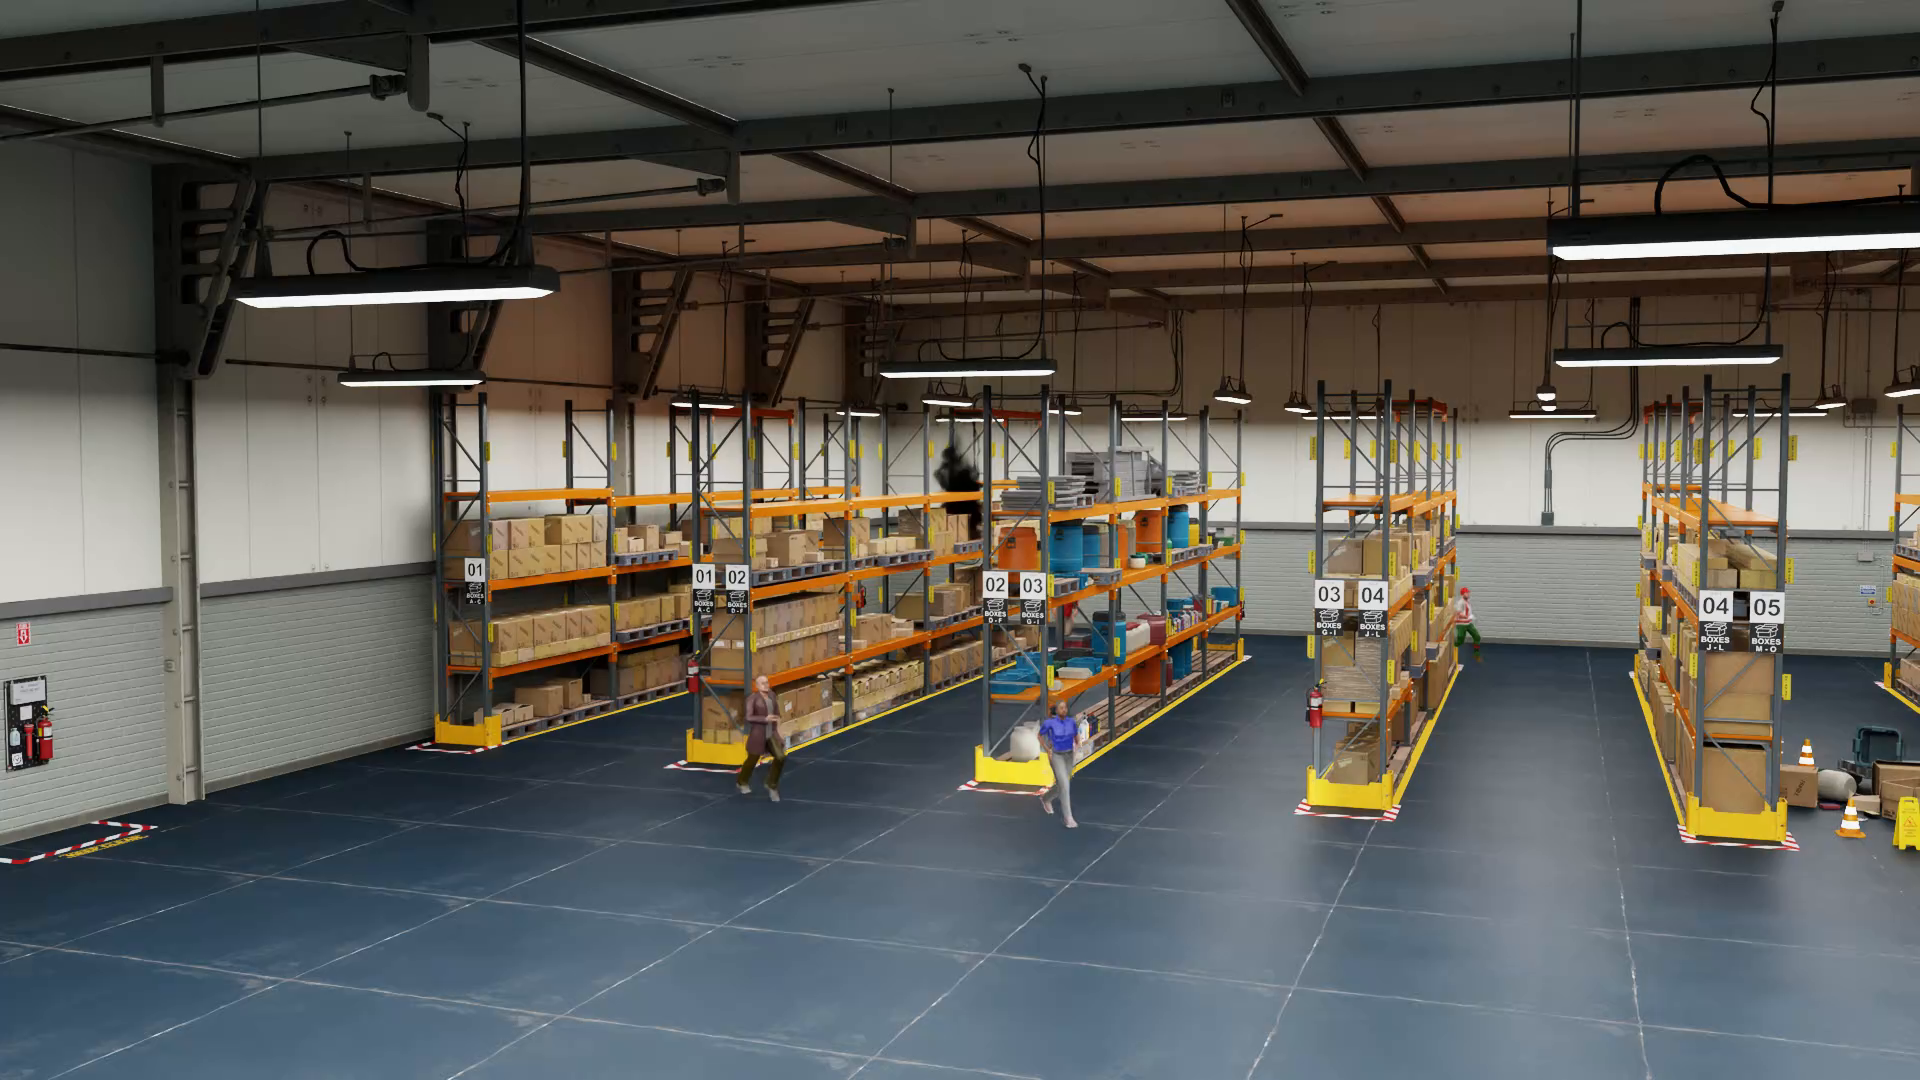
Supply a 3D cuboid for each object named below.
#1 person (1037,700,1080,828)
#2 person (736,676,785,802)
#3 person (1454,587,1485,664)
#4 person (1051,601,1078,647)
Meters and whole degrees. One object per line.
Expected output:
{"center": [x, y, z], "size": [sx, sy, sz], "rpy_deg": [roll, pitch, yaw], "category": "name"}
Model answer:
{"center": [1.365, 2.982, 22.459], "size": [0.566, 1.678, 0.870], "rpy_deg": [-2, 4, -31], "category": "person"}
{"center": [-2.836, 2.845, 23.912], "size": [0.727, 1.824, 0.970], "rpy_deg": [-2, 4, -39], "category": "person"}
{"center": [11.928, 2.025, 39.276], "size": [0.841, 1.819, 0.664], "rpy_deg": [2, 4, 38], "category": "person"}
{"center": [2.367, 1.868, 37.756], "size": [0.649, 1.714, 0.544], "rpy_deg": [0, 3, 8], "category": "person"}
